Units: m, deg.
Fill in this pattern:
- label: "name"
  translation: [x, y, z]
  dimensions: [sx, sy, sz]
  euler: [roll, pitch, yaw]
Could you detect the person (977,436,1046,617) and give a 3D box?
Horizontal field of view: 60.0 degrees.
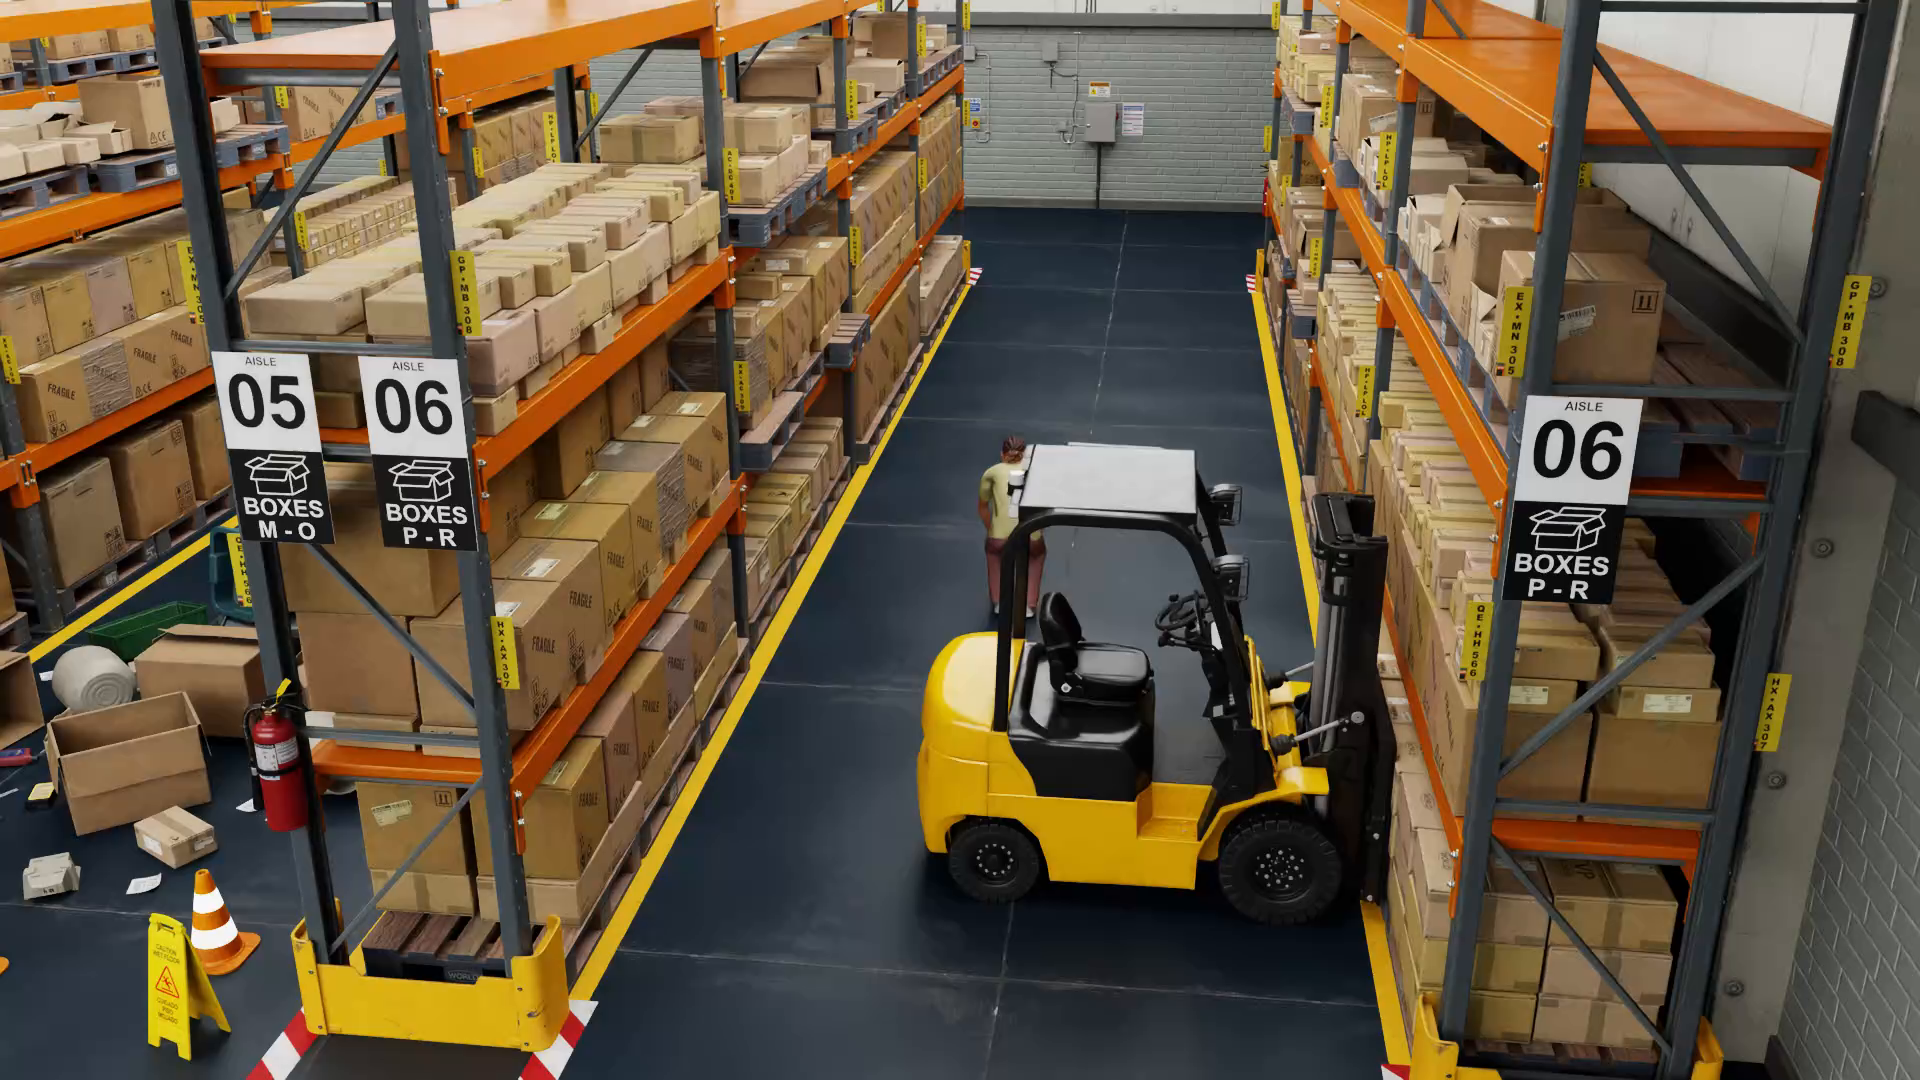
- label: "person"
  translation: [0.366, -0.085, 11.937]
  dimensions: [0.509, 1.222, 0.716]
  euler: [2, 21, 6]
